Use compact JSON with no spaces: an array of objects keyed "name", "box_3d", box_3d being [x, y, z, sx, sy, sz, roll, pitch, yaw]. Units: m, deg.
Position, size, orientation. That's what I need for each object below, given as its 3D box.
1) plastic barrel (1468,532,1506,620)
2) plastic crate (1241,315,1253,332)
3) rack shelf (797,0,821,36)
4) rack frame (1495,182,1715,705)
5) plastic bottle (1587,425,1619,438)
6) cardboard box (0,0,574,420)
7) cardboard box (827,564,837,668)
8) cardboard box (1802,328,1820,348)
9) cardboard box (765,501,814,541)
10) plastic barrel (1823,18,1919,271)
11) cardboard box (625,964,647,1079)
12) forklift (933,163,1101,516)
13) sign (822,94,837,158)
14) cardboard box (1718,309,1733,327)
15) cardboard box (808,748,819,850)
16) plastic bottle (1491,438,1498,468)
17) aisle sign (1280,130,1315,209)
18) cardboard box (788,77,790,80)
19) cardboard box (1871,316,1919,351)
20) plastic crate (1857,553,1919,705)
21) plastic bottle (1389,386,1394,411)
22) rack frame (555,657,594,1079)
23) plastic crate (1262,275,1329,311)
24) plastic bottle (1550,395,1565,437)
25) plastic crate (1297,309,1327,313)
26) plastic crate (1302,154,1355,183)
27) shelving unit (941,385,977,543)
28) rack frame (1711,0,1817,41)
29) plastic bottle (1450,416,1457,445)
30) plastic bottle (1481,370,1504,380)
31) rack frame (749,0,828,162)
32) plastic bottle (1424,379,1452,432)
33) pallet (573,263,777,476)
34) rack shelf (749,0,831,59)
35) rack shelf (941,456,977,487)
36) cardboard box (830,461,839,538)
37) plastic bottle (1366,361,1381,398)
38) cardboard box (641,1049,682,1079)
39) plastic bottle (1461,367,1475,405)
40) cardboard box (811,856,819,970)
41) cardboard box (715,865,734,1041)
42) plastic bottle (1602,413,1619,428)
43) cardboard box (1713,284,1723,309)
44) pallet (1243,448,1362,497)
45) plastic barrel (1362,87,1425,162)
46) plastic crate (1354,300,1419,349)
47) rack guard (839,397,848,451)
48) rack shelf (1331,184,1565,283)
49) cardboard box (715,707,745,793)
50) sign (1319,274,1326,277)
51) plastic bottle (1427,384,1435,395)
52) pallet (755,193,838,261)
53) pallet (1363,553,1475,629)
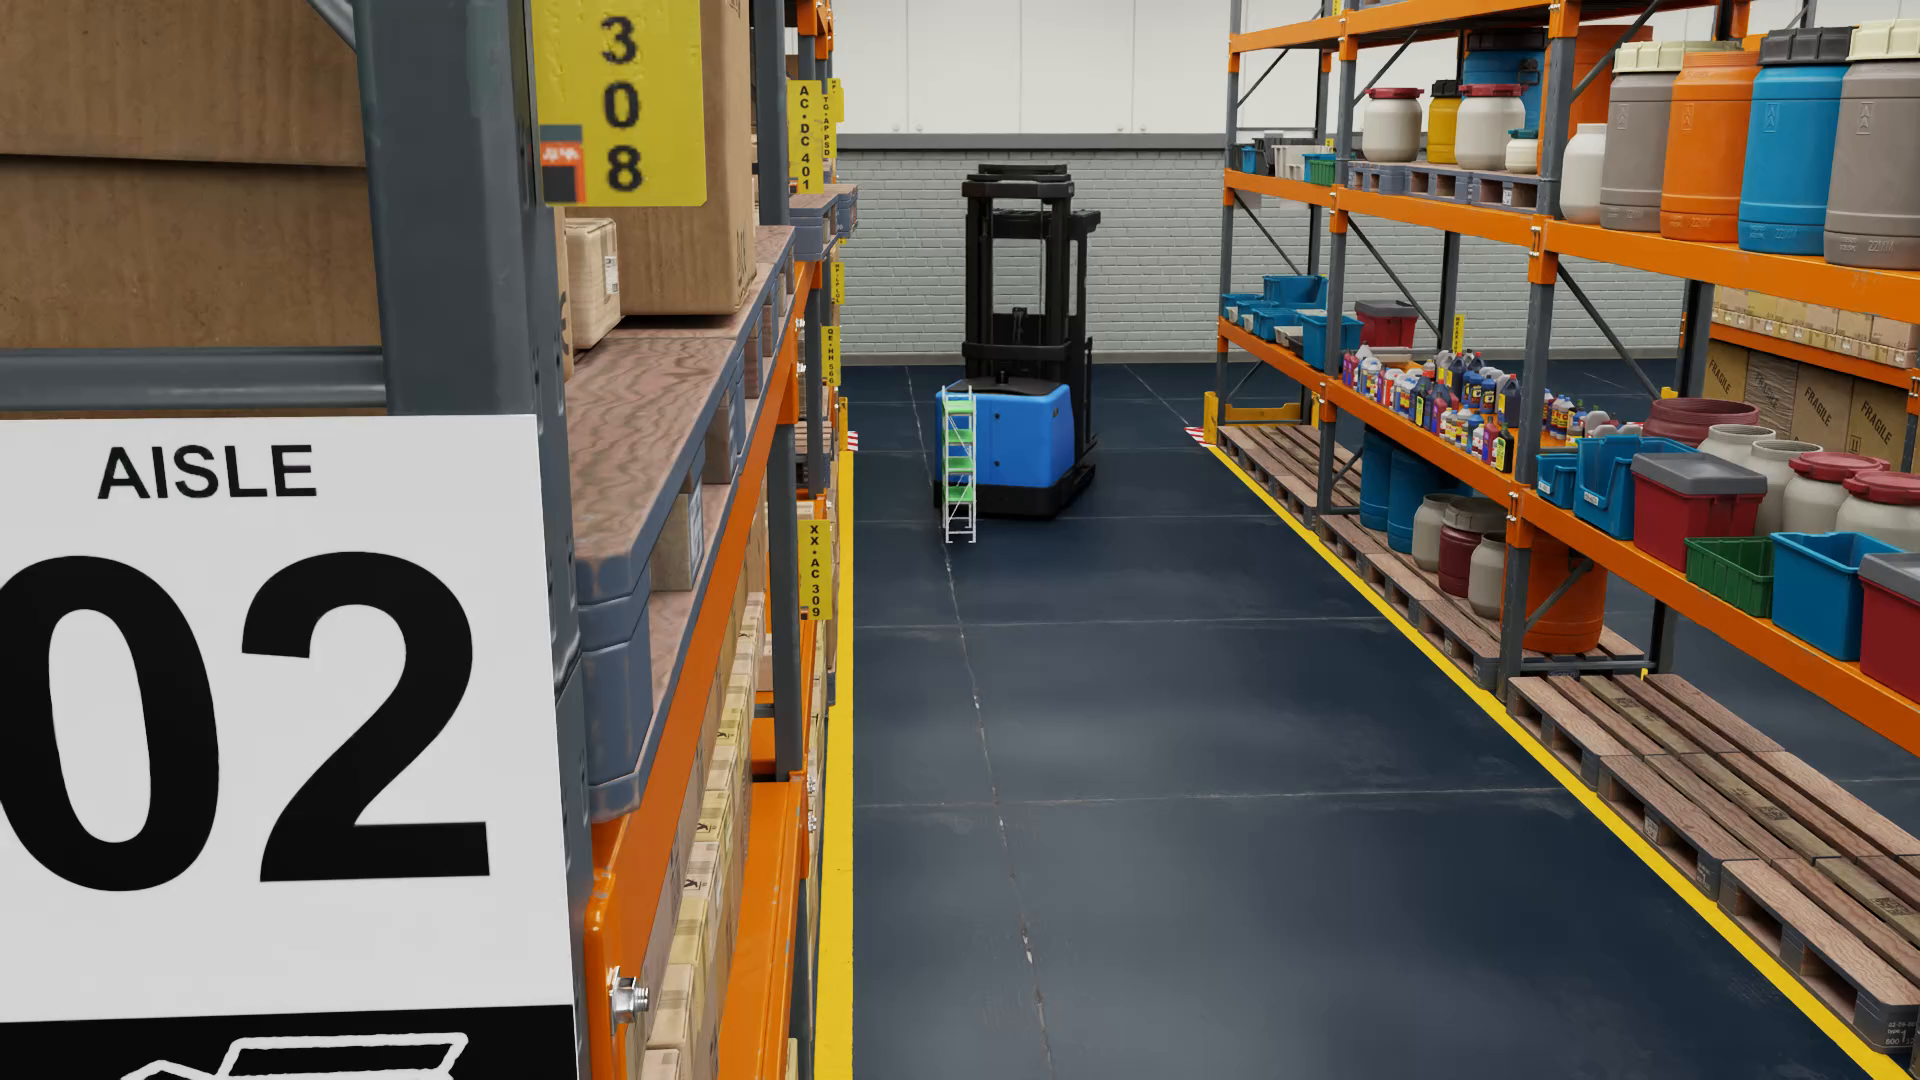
[{"name":"plastic barrel","box_3d":[3.515,0.232,10.754,0.421,0.512,0.421,0,14,0]},{"name":"plastic crate","box_3d":[2.857,-2.083,16.013,0.250,0.136,0.298,-1,14,-3]},{"name":"rack shelf","box_3d":[-1.134,-2.299,6.649,1.077,0.370,4.000,-1,14,-3]},{"name":"rack frame","box_3d":[3.686,-0.509,9.484,1.000,3.000,0.127,-1,14,-3]},{"name":"plastic bottle","box_3d":[3.830,-0.559,9.928,0.152,0.276,0.135,-1,14,-3]},{"name":"cardboard box","box_3d":[-0.794,-0.360,1.557,0.797,0.503,0.637,0,14,0]},{"name":"cardboard box","box_3d":[-1.001,0.447,9.904,0.500,0.500,0.500,0,14,-1]},{"name":"cardboard box","box_3d":[7.956,-1.849,15.196,0.380,0.149,0.250,-1,14,-4]},{"name":"cardboard box","box_3d":[-0.926,-0.092,8.369,0.380,0.149,0.250,-1,14,-3]},{"name":"plastic barrel","box_3d":[3.645,-1.495,6.292,0.600,0.901,0.600,0,14,0]},{"name":"cardboard box","box_3d":[-0.820,0.620,2.295,0.700,0.500,0.500,-1,14,-5]},{"name":"forklift","box_3d":[0.653,-1.947,15.211,1.130,2.935,3.031,4,15,15]},{"name":"sign","box_3d":[-0.703,-2.181,8.768,0.100,0.325,0.005,-1,14,-3]},{"name":"cardboard box","box_3d":[7.860,-2.232,16.687,0.380,0.149,0.250,-1,14,-5]},{"name":"cardboard box","box_3d":[-0.846,1.058,6.943,0.500,0.311,0.500,-1,14,-5]},{"name":"plastic bottle","box_3d":[3.247,-0.536,9.987,0.097,0.201,0.097,0,14,0]},{"name":"aisle sign","box_3d":[3.479,-3.780,16.980,0.394,0.787,0.004,-1,14,-3]},{"name":"cardboard box","box_3d":[-1.548,-3.055,12.114,0.600,0.600,0.600,-2,15,-9]},{"name":"cardboard box","box_3d":[8.093,-1.757,14.040,0.500,0.250,0.500,-1,14,-4]},{"name":"plastic crate","box_3d":[3.599,0.339,6.059,0.402,0.464,0.583,-1,14,-3]},{"name":"plastic bottle","box_3d":[3.124,-1.027,11.896,0.097,0.201,0.097,0,14,0]},{"name":"rack frame","box_3d":[-0.762,1.556,1.458,1.000,3.000,0.127,-1,14,-3]},{"name":"plastic crate","box_3d":[3.398,-2.464,16.892,0.616,0.435,0.499,-1,14,-3]},{"name":"plastic bottle","box_3d":[3.945,-0.818,10.945,0.097,0.271,0.097,0,14,0]},{"name":"plastic crate","box_3d":[3.422,-2.200,16.465,0.396,0.136,0.243,-1,14,-3]},{"name":"plastic crate","box_3d":[3.063,-3.097,13.858,0.416,0.233,0.300,-1,14,-3]},{"name":"shelving unit","box_3d":[-0.010,-0.622,13.537,0.258,1.200,0.503,-1,14,-3]},{"name":"rack frame","box_3d":[8.134,-5.480,16.766,1.000,3.000,0.127,-1,14,-3]},{"name":"plastic bottle","box_3d":[3.202,-0.714,10.680,0.097,0.201,0.097,0,14,0]},{"name":"plastic bottle","box_3d":[3.848,-1.101,12.034,0.152,0.276,0.135,-1,14,-3]},{"name":"rack frame","box_3d":[-1.506,-4.333,12.309,1.000,3.000,0.127,-1,14,-3]},{"name":"plastic bottle","box_3d":[3.196,-0.903,11.117,0.144,0.351,0.185,-1,14,-3]},{"name":"pallet","box_3d":[-0.859,-0.334,2.962,1.003,0.211,1.213,-1,14,-3]},{"name":"rack shelf","box_3d":[-1.382,-3.294,10.515,1.077,0.370,4.000,-1,14,-3]},{"name":"rack shelf","box_3d":[-0.010,-0.560,13.553,0.258,0.148,0.480,-1,14,-3]},{"name":"cardboard box","box_3d":[-1.189,-0.312,12.854,0.500,0.500,0.500,-1,14,-4]},{"name":"plastic bottle","box_3d":[3.089,-1.200,12.429,0.097,0.271,0.097,0,14,0]},{"name":"cardboard box","box_3d":[-0.618,0.902,2.497,0.380,0.149,0.250,-1,14,-4]},{"name":"plastic bottle","box_3d":[3.716,-1.125,12.139,0.097,0.271,0.097,0,14,0]},{"name":"cardboard box","box_3d":[-0.818,1.459,6.513,0.500,0.250,0.500,-1,14,-2]},{"name":"cardboard box","box_3d":[-0.910,0.879,3.888,0.700,0.500,0.500,-1,14,-3]},{"name":"plastic bottle","box_3d":[4.007,-0.647,10.257,0.061,0.283,0.133,-1,14,-3]},{"name":"cardboard box","box_3d":[7.894,-2.523,17.015,0.500,0.250,0.500,-1,14,-5]},{"name":"pallet","box_3d":[3.276,-0.640,15.588,1.003,0.211,1.213,-1,14,-3]},{"name":"plastic barrel","box_3d":[3.221,-3.091,12.383,0.433,0.535,0.433,0,14,0]},{"name":"plastic crate","box_3d":[3.634,-1.790,14.213,0.402,0.464,0.583,-1,14,-3]},{"name":"rack guard","box_3d":[-1.749,-1.193,17.161,1.175,0.500,0.348,-1,14,-3]},{"name":"rack shelf","box_3d":[3.562,-2.110,11.133,1.077,0.370,4.000,-1,14,-3]},{"name":"cardboard box","box_3d":[-0.718,0.516,3.997,0.380,0.149,0.250,-1,14,-4]},{"name":"sign","box_3d":[3.739,-2.590,17.245,0.100,0.325,0.005,-1,14,-3]},{"name":"plastic bottle","box_3d":[3.206,-0.911,11.280,0.061,0.283,0.133,-1,14,-3]},{"name":"pallet","box_3d":[-1.054,-1.349,7.109,1.003,0.211,1.213,0,14,-1]},{"name":"pallet","box_3d":[3.523,0.344,11.767,1.003,0.211,1.213,-1,14,-3]}]
